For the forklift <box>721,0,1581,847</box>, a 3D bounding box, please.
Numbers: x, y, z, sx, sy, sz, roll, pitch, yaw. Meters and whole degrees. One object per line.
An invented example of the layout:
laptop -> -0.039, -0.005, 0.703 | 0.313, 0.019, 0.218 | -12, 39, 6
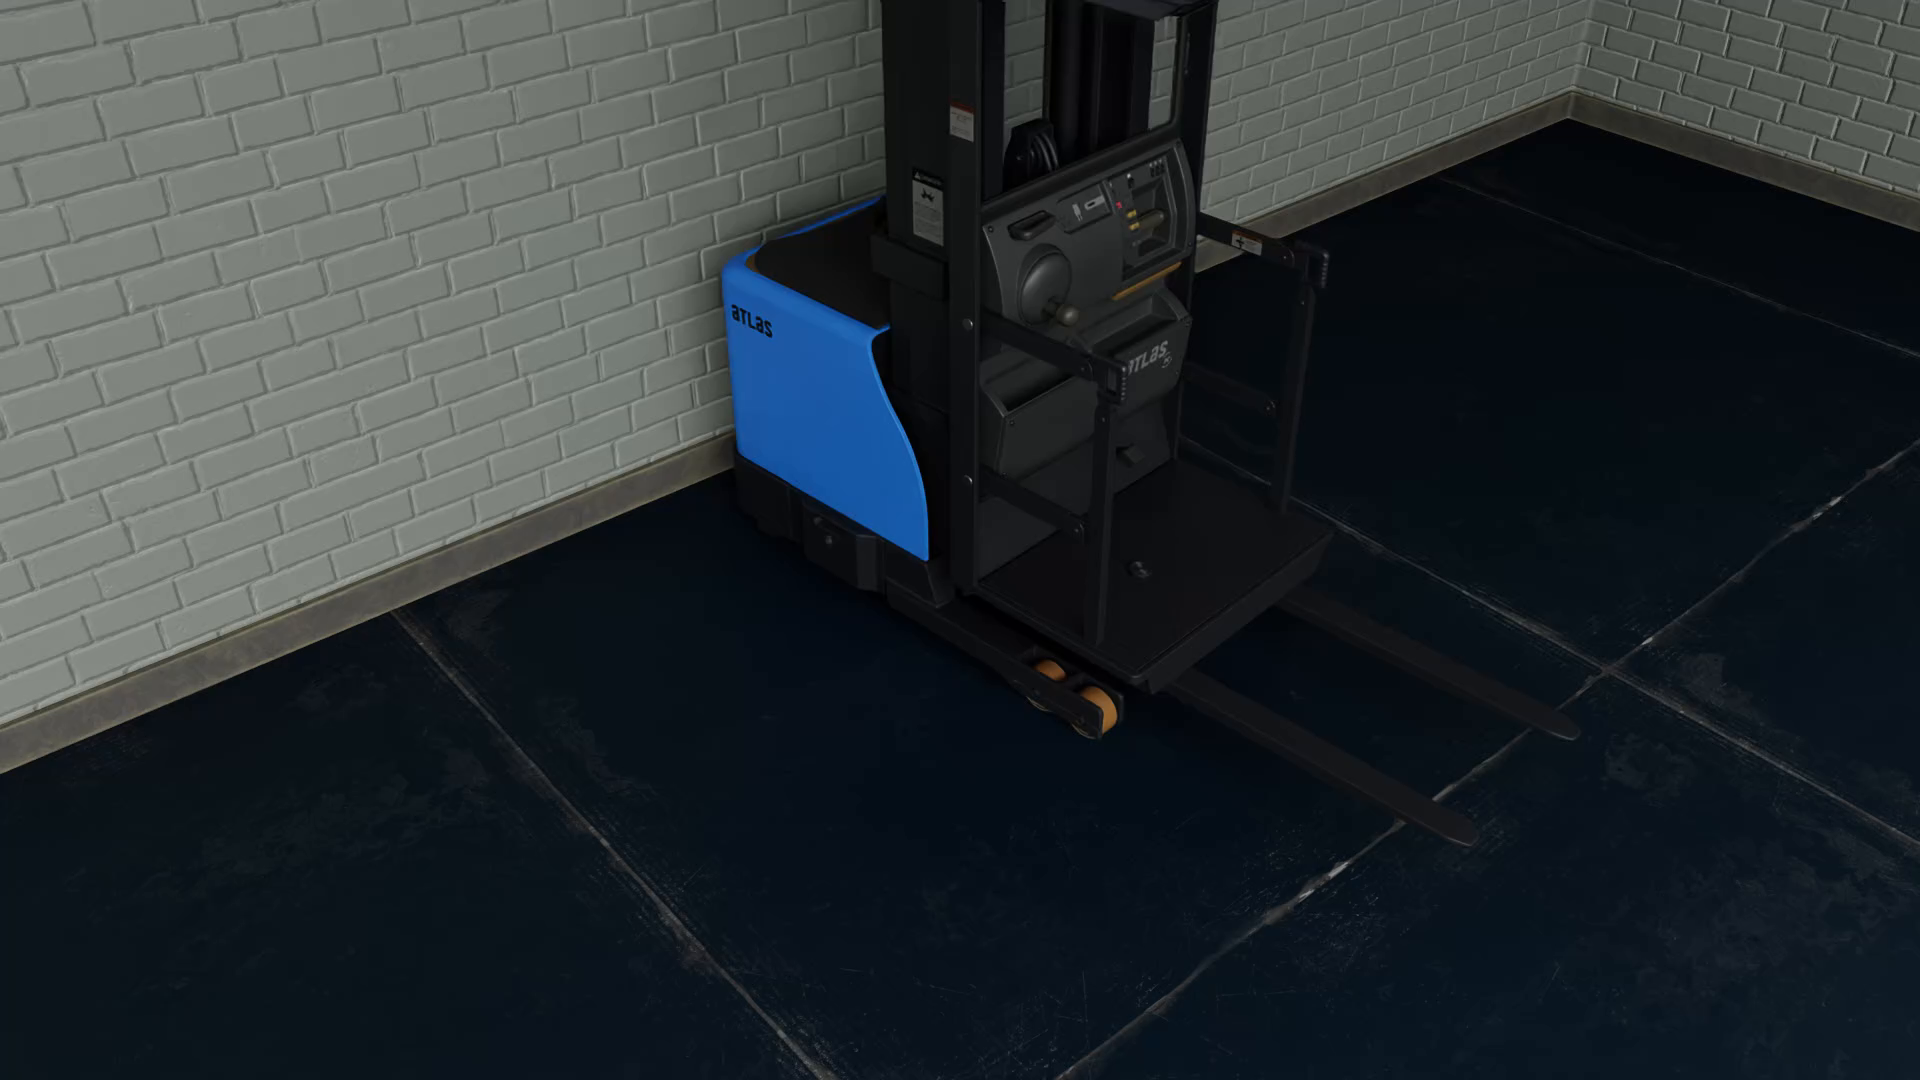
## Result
forklift -> 0.565, -0.901, 4.986 | 3.031, 2.935, 1.130 | 29, 44, 34
